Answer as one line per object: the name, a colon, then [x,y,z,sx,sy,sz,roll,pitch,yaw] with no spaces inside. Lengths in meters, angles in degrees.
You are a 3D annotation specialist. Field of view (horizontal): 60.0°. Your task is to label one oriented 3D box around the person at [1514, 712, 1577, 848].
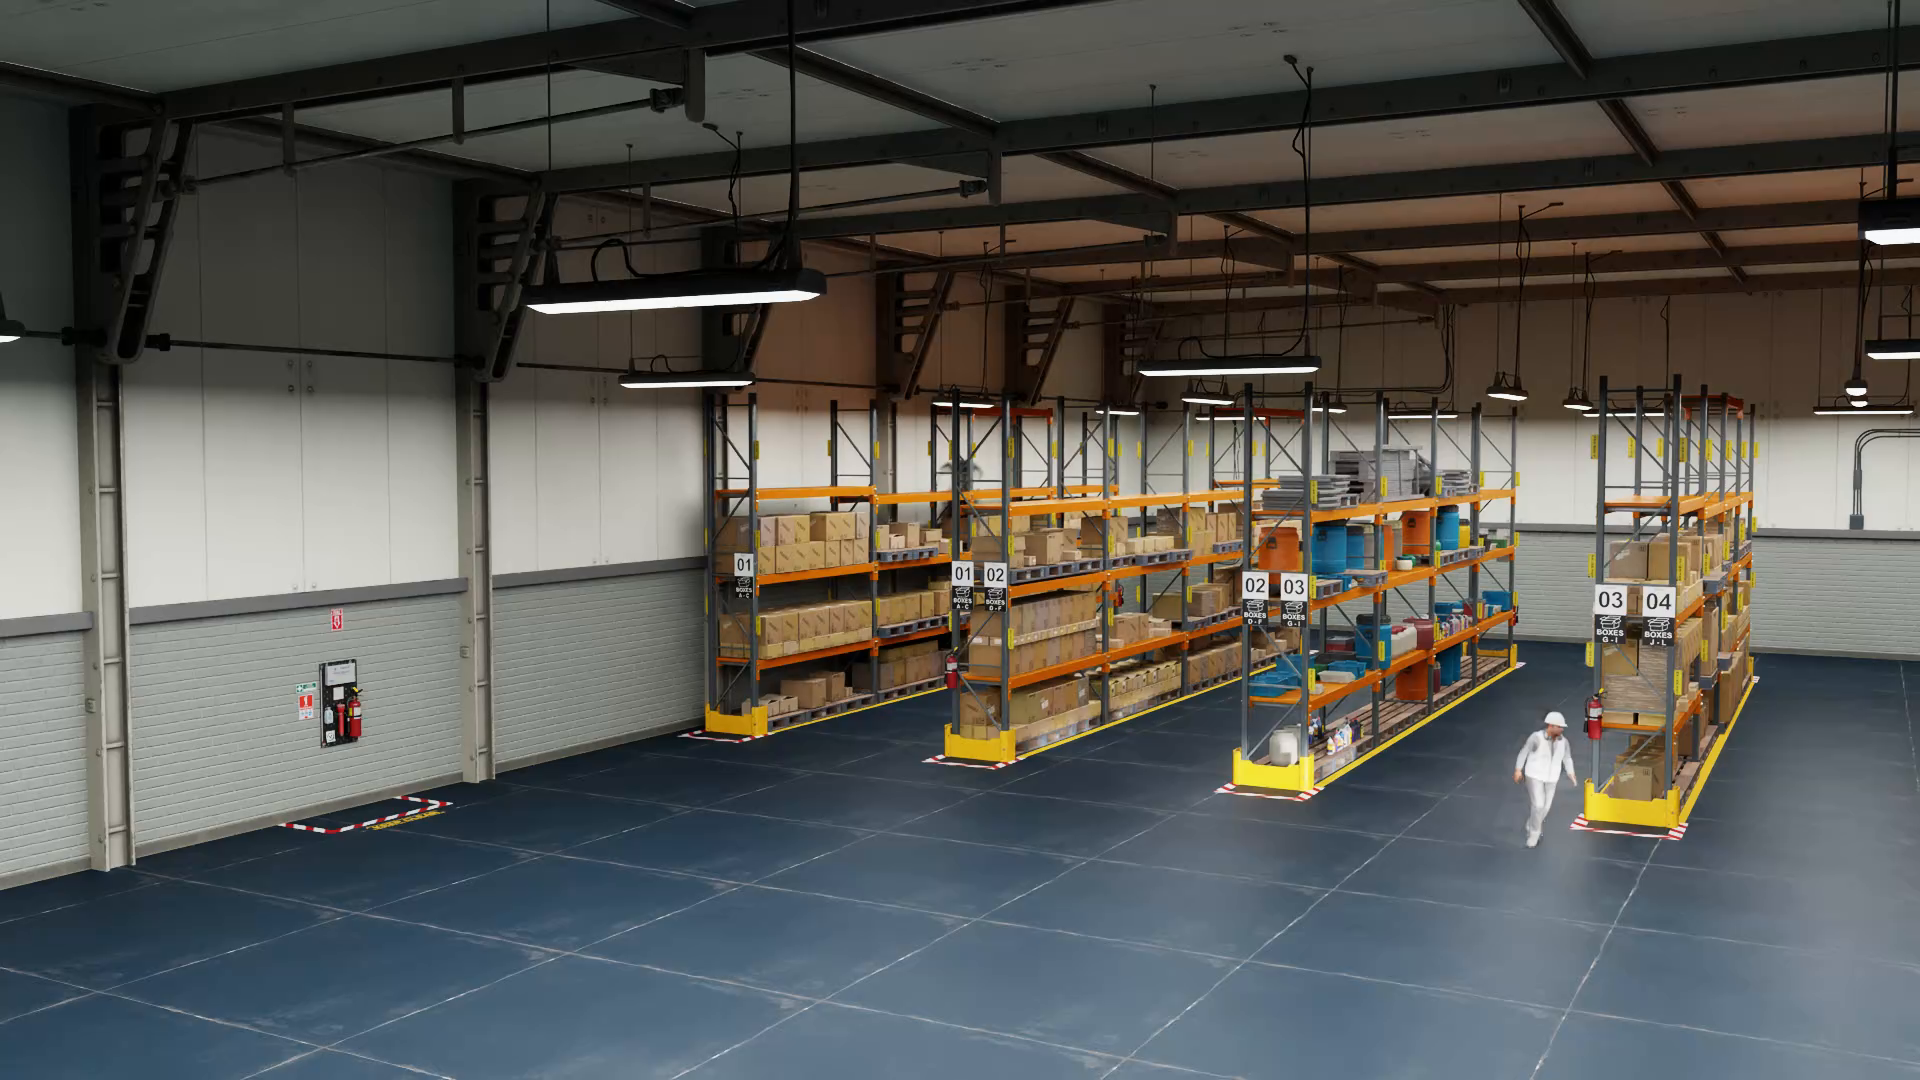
person: [7.409,3.008,21.099,0.642,1.722,0.758,-1,3,-11]
